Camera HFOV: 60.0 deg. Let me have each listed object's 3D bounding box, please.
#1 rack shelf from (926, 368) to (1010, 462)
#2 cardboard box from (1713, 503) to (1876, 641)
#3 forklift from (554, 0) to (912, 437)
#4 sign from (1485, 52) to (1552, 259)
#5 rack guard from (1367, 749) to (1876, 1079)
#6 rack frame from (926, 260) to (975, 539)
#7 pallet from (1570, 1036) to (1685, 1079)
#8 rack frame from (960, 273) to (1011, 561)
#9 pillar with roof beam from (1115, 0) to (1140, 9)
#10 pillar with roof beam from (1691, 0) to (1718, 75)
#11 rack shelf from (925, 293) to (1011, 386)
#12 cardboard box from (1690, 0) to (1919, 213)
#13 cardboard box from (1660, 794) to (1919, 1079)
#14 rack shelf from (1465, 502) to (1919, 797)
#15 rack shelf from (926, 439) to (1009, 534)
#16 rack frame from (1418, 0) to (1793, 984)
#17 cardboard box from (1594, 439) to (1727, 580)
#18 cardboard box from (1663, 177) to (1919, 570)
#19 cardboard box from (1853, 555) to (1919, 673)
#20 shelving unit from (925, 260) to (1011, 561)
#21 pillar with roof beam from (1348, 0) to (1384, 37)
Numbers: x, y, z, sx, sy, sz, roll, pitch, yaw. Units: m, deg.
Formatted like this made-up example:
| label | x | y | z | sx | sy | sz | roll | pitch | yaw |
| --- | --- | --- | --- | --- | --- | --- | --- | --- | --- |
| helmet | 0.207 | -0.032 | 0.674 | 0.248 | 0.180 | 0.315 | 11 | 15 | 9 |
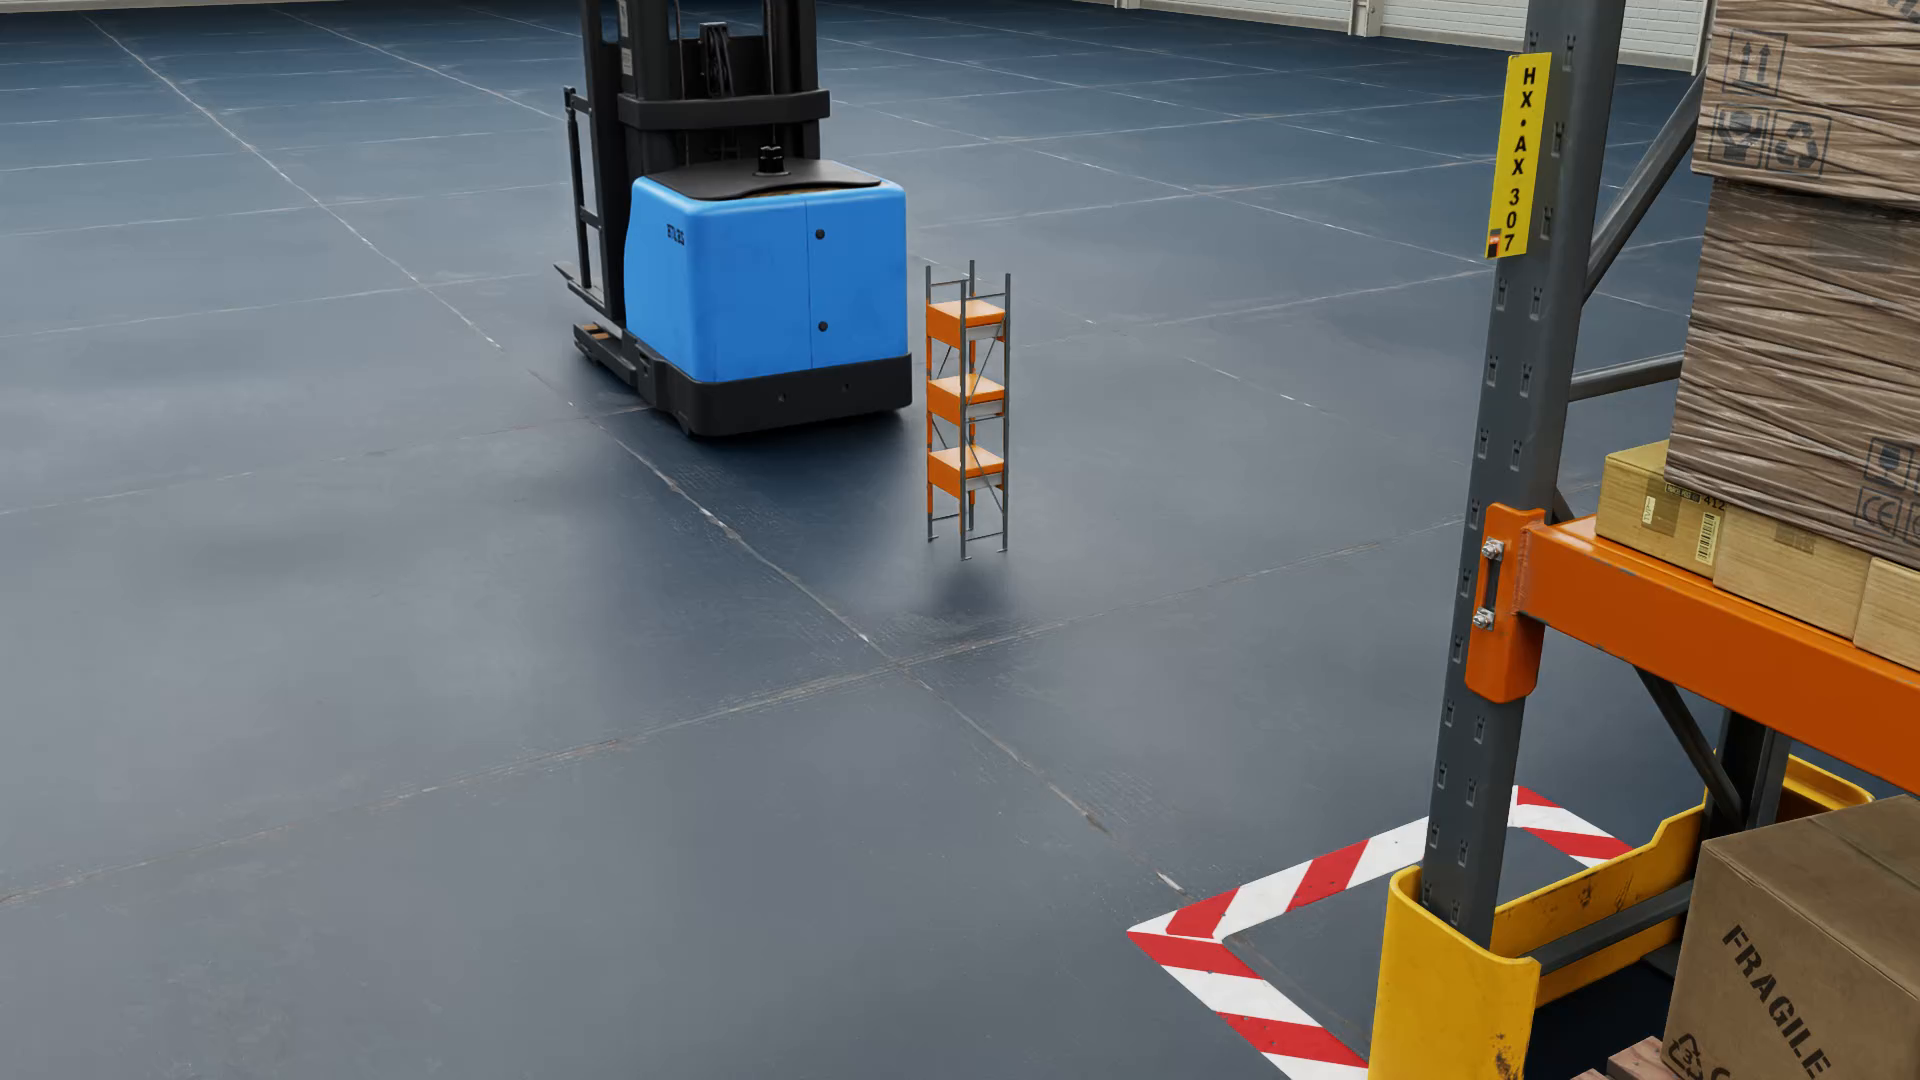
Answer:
| label | x | y | z | sx | sy | sz | roll | pitch | yaw |
| --- | --- | --- | --- | --- | --- | --- | --- | --- | --- |
| rack shelf | 0.027 | -0.459 | 6.075 | 0.215 | 0.259 | 0.240 | -13 | 25 | -28 |
| cardboard box | 1.432 | 0.010 | 2.637 | 0.380 | 0.149 | 0.250 | -13 | 25 | -28 |
| forklift | -1.358 | -2.322 | 8.131 | 1.130 | 2.935 | 3.031 | -11 | 25 | -26 |
| sign | 0.914 | -0.626 | 2.718 | 0.100 | 0.325 | 0.005 | -13 | 25 | -28 |
| rack guard | 1.419 | 0.853 | 3.548 | 1.175 | 0.500 | 0.348 | -13 | 25 | -28 |
| rack frame | -0.035 | -0.509 | 6.168 | 0.200 | 1.050 | 0.008 | -13 | 25 | -28 |
| pallet | 1.804 | 1.257 | 2.938 | 1.003 | 0.211 | 1.213 | -13 | 25 | -28 |
| rack frame | 0.090 | -0.430 | 5.974 | 0.200 | 1.050 | 0.008 | -13 | 25 | -28 |
| pillar with roof beam | -0.704 | -12.847 | 25.969 | 9.100 | 9.000 | 0.400 | -13 | 25 | -28 |
| pillar with roof beam | 5.426 | -8.963 | 16.412 | 9.100 | 9.000 | 0.400 | -13 | 25 | -28 |
| rack shelf | 0.027 | -0.722 | 5.968 | 0.215 | 0.259 | 0.240 | -13 | 25 | -28 |
| cardboard box | 1.427 | -0.746 | 2.307 | 0.500 | 0.500 | 0.500 | -13 | 25 | -28 |
| cardboard box | 1.685 | 0.840 | 3.024 | 0.500 | 0.500 | 0.500 | -8 | 23 | -18 |
| rack shelf | 2.402 | 0.652 | 1.680 | 1.077 | 0.370 | 4.000 | -13 | 25 | -28 |
| rack shelf | 0.027 | -0.202 | 6.180 | 0.215 | 0.259 | 0.240 | -13 | 25 | -28 |
| rack frame | 1.380 | -0.329 | 3.138 | 1.000 | 3.000 | 0.127 | -13 | 25 | -28 |
| cardboard box | 1.321 | -0.075 | 2.845 | 0.380 | 0.149 | 0.250 | -13 | 25 | -28 |
| cardboard box | 1.638 | -0.330 | 2.612 | 0.875 | 0.500 | 0.500 | -13 | 25 | -28 |
| cardboard box | 1.547 | 0.094 | 2.431 | 0.380 | 0.149 | 0.250 | -13 | 25 | -28 |
| shelving unit | 0.027 | -0.469 | 6.071 | 0.215 | 1.050 | 0.252 | -13 | 25 | -28 |
| pillar with roof beam | 2.361 | -10.905 | 21.190 | 9.100 | 9.000 | 0.400 | -13 | 25 | -28 |
